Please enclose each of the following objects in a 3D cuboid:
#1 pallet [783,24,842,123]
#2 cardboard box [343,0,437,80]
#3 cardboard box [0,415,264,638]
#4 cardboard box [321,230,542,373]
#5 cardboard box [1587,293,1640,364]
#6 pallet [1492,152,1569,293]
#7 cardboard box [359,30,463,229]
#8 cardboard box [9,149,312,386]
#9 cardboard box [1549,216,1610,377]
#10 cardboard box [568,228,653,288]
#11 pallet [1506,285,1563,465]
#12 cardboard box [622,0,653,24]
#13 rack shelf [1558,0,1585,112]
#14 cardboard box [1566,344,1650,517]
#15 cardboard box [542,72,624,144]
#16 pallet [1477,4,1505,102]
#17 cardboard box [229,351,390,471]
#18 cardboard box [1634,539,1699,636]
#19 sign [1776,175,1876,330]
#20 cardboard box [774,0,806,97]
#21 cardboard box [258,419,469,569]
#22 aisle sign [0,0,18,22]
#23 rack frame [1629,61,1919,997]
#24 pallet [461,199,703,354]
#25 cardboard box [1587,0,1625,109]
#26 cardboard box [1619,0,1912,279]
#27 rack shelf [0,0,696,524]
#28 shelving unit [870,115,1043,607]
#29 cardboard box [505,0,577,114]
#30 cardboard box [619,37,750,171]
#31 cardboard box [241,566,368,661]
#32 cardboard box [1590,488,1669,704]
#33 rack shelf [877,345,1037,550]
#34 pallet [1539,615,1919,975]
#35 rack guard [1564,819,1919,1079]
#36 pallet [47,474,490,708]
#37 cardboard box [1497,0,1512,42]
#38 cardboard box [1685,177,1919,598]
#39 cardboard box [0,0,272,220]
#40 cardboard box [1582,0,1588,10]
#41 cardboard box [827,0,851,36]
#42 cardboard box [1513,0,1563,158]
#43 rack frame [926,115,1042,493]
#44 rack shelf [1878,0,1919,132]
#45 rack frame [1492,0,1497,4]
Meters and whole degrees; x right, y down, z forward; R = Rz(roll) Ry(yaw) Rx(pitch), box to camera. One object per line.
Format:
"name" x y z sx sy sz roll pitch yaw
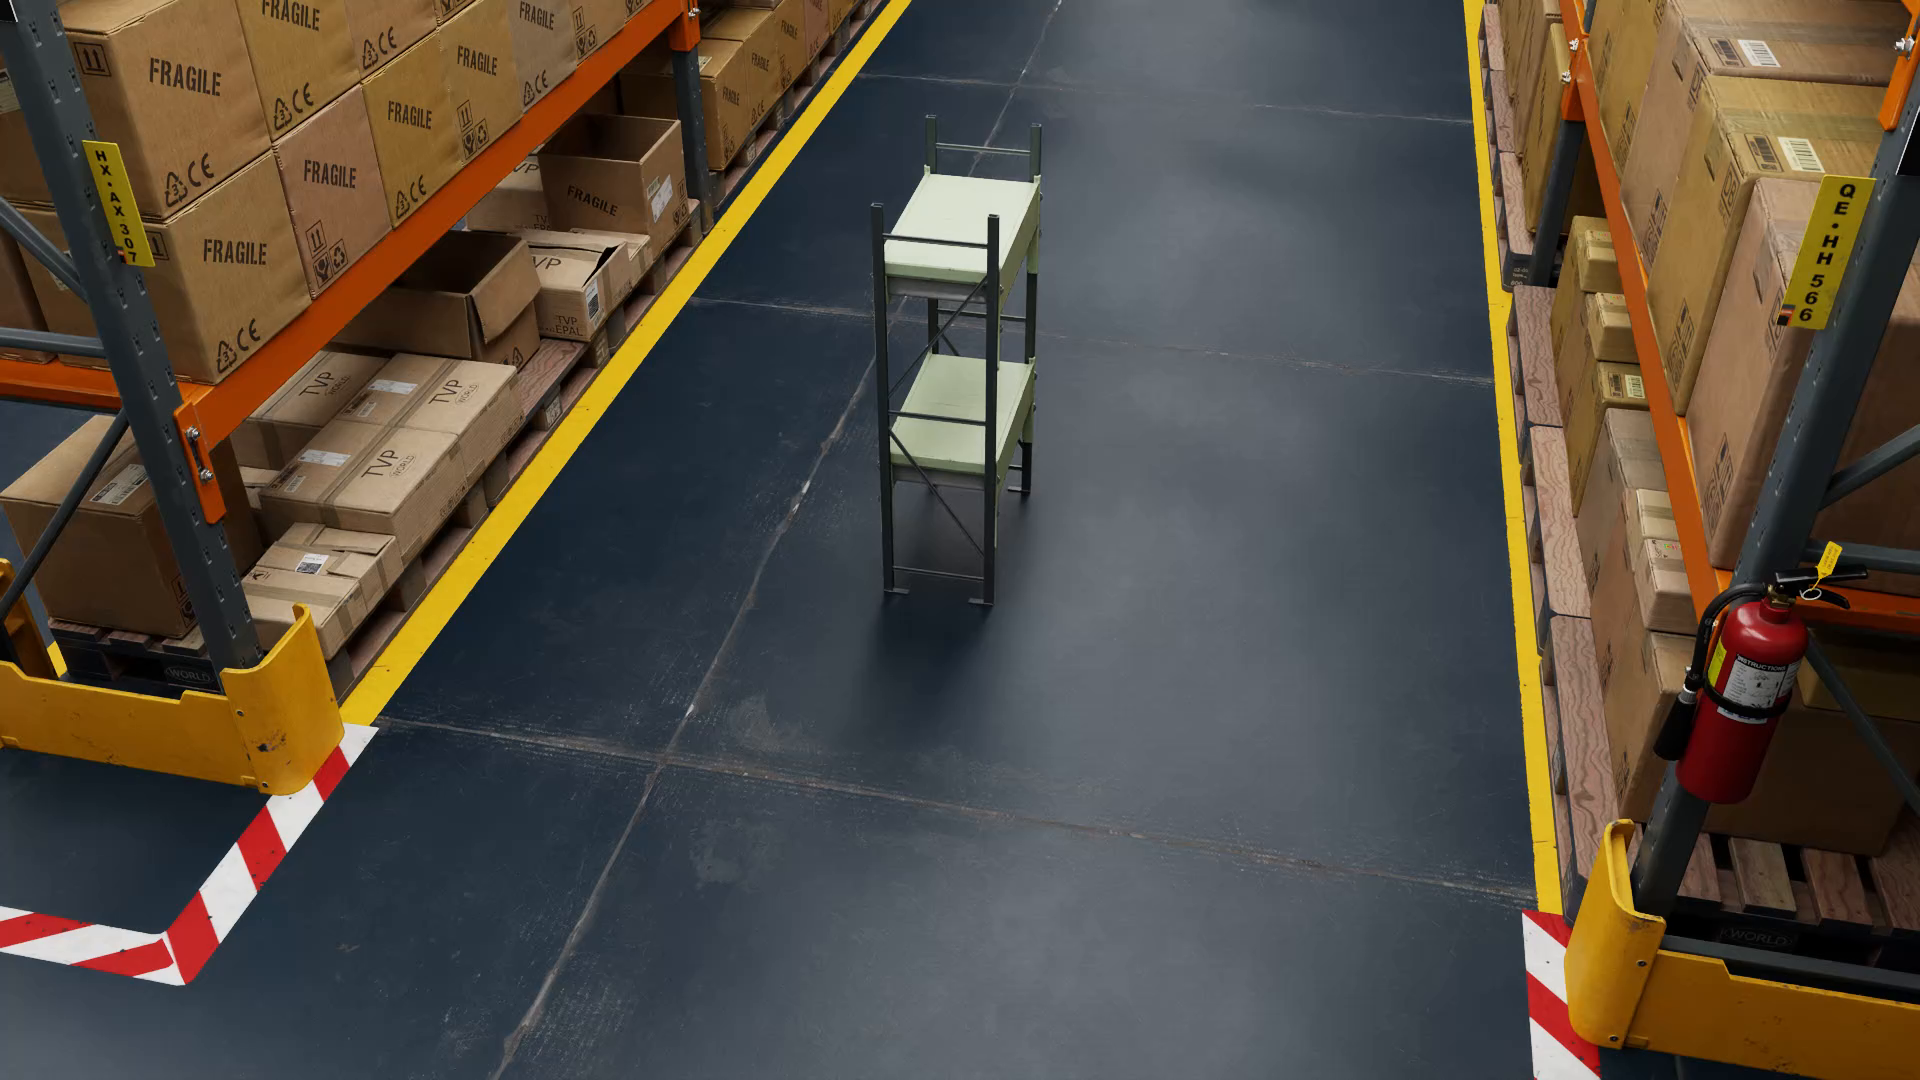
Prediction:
"pallet" -1.353 -2.879 10.042 1.003 0.211 1.213 7 37 10
"cardboard box" -2.034 -1.796 5.234 0.500 0.500 0.500 8 37 11
"cardboard box" -2.727 -0.051 5.519 0.500 0.500 0.500 7 37 10
"cardboard box" -2.145 -0.925 6.722 0.797 0.503 0.637 7 37 10
"cardboard box" 2.469 -0.748 5.946 0.380 0.149 0.250 6 36 9
"pallet" 3.183 -1.539 8.194 1.003 0.211 1.213 7 37 10
"cardboard box" -2.035 -1.388 5.523 0.500 0.500 0.500 7 37 10
"cardboard box" -2.250 -0.804 4.718 0.500 0.500 0.500 8 37 11
"cardboard box" 2.832 -0.958 6.789 0.700 0.500 0.500 8 37 11
"cardboard box" -1.614 -1.274 7.507 0.380 0.149 0.250 7 37 10
"pallet" 2.853 -0.661 6.982 1.003 0.211 1.213 7 37 10
"cardboard box" -1.604 -2.557 7.137 0.500 0.500 0.500 8 37 11
"rack shelf" 3.519 -3.072 8.545 1.077 0.370 4.000 7 37 10
"cardboard box" 2.610 -0.377 5.986 0.700 0.500 0.500 8 37 11
"cardboard box" -1.923 -2.320 8.650 0.500 0.500 0.500 7 37 10
"pallet" 3.704 -2.938 10.124 1.003 0.211 1.213 7 37 10
"cardboard box" -2.495 -0.490 6.339 0.500 0.250 0.500 7 37 10
"cardboard box" 2.139 0.146 4.712 0.380 0.149 0.250 7 37 9
"sign" 1.710 -0.564 3.284 0.100 0.325 0.005 7 37 10
"cardboard box" -1.190 -2.841 9.369 0.500 0.500 0.500 8 37 11
"cardboard box" -2.103 -0.170 5.896 0.500 0.250 0.500 7 37 10
"aisle sign" -2.330 -1.519 3.574 0.394 0.787 0.004 7 37 10
"rack frame" 2.237 0.077 3.588 1.000 3.000 0.127 7 37 10
"pallet" -1.896 -1.312 7.881 1.003 0.211 1.213 7 37 10
"cardboard box" 2.960 -2.029 6.238 0.980 0.700 0.700 8 37 11
"cardboard box" 2.653 -1.193 5.084 0.980 0.700 0.700 6 36 8
"rack shelf" -2.176 -1.397 6.235 1.077 0.370 4.000 7 37 10
"shelving unit" 0.001 -0.611 5.815 0.431 1.500 0.755 7 37 10
"cardboard box" -1.821 -1.966 6.322 0.500 0.500 0.500 8 37 11
"cardboard box" -1.407 -2.248 8.551 0.500 0.500 0.500 6 36 8
"cardboard box" -2.178 0.237 5.421 0.380 0.149 0.250 7 37 10
"cardboard box" 2.396 0.218 5.165 0.700 0.500 0.500 7 37 10
"rack shelf" 0.001 -0.347 6.006 0.431 0.370 0.720 7 37 10
"pallet" 2.332 0.738 5.052 1.003 0.211 1.213 7 37 10
"rack guard" 2.232 1.103 4.303 1.175 0.500 0.348 7 37 10
"pallet" -2.417 0.086 5.951 1.003 0.211 1.213 7 37 10
"cardboard box" 3.661 -3.404 9.865 0.750 0.750 0.750 7 36 9
"cardboard box" 2.337 -0.338 3.905 0.980 0.700 0.700 9 37 12
"cardboard box" -2.250 -1.209 4.424 0.500 0.500 0.500 8 37 11
"cardboard box" 2.887 -2.352 7.136 0.380 0.149 0.250 8 37 10
"cardboard box" -0.975 -3.432 10.185 0.500 0.500 0.500 6 36 8
"cardboard box" 3.291 -2.415 8.500 0.750 0.750 0.750 8 37 11
"rack frame" 0.080 -0.821 6.105 0.400 1.500 0.023 7 37 10
"rack shelf" 2.665 -1.993 4.501 1.077 0.370 4.000 7 37 10
"rack frame" 3.946 -4.510 9.916 1.000 3.000 0.127 7 37 10
